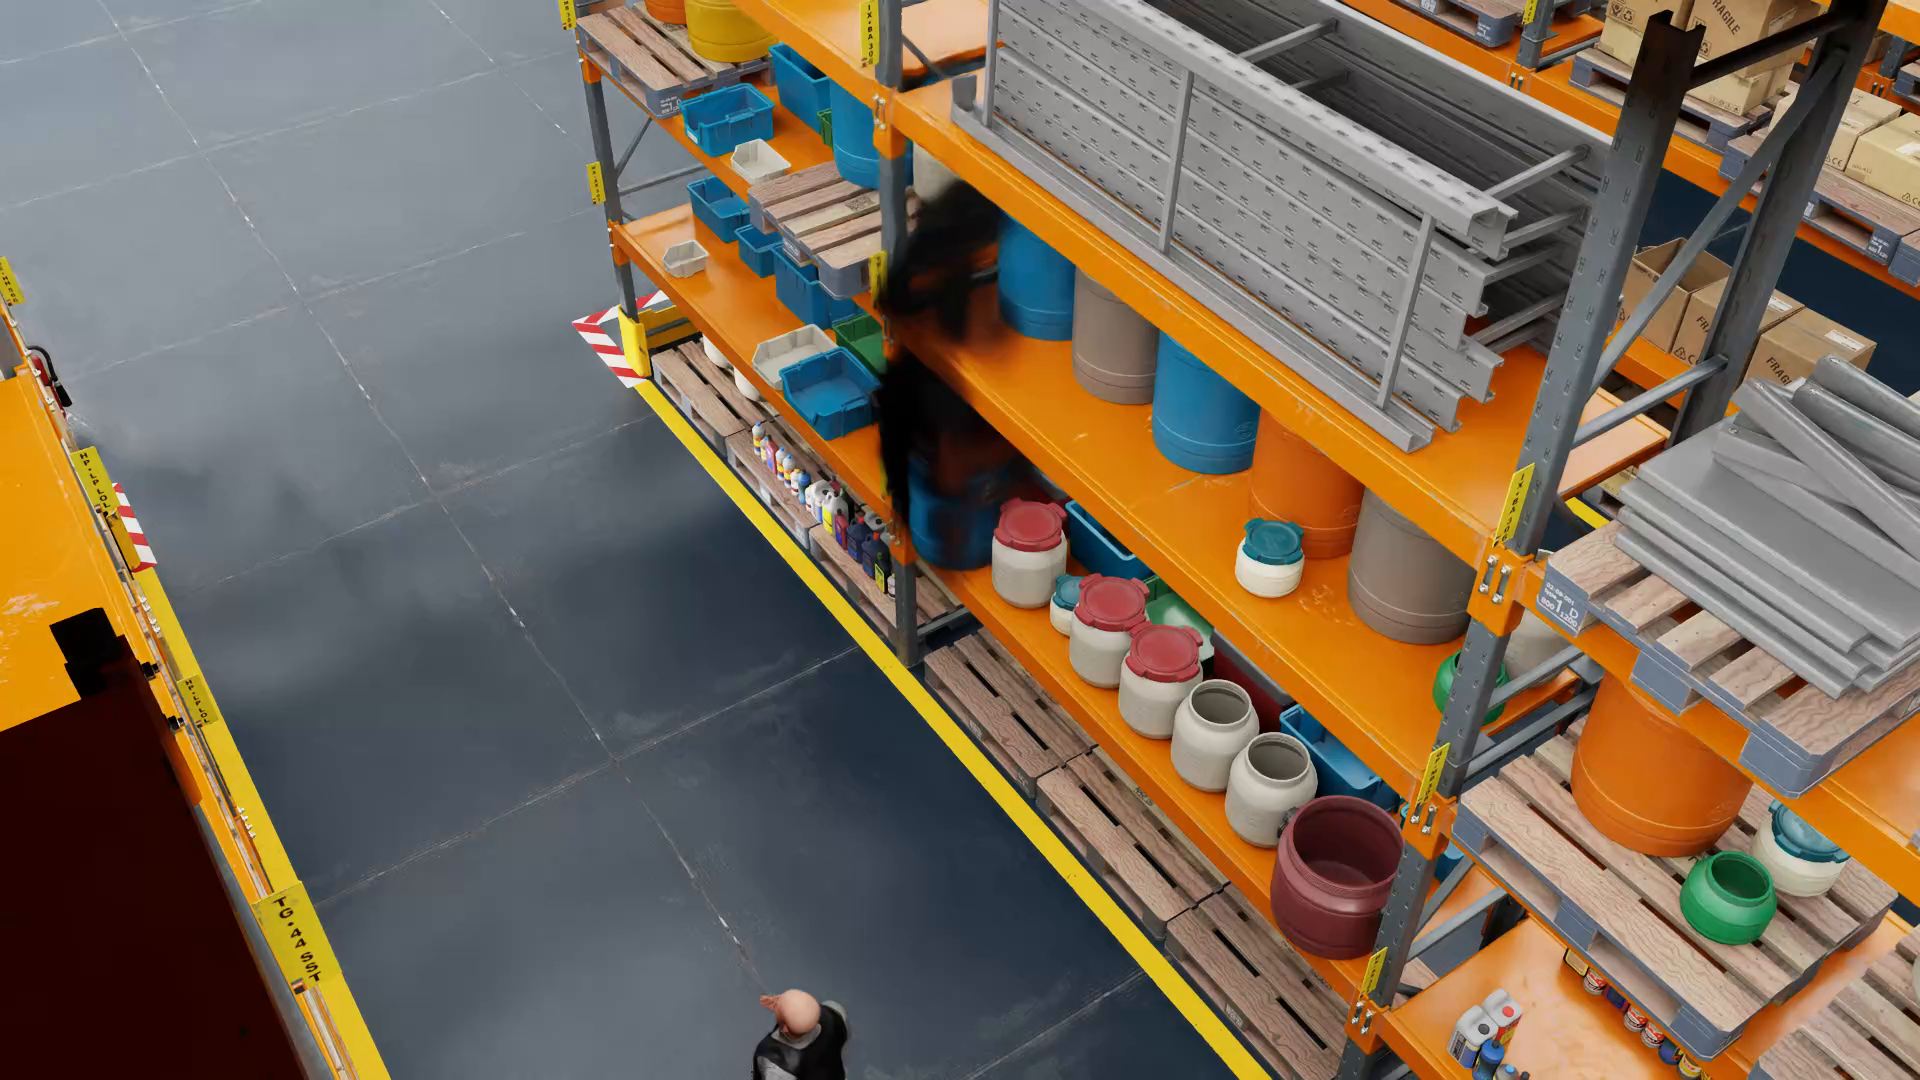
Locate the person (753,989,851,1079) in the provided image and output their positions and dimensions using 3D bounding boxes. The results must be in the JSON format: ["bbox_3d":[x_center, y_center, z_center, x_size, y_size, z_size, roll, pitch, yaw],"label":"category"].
[{"bbox_3d":[-0.781,2.563,7.723,0.647,1.717,0.642,34,52,31],"label":"person"}]
